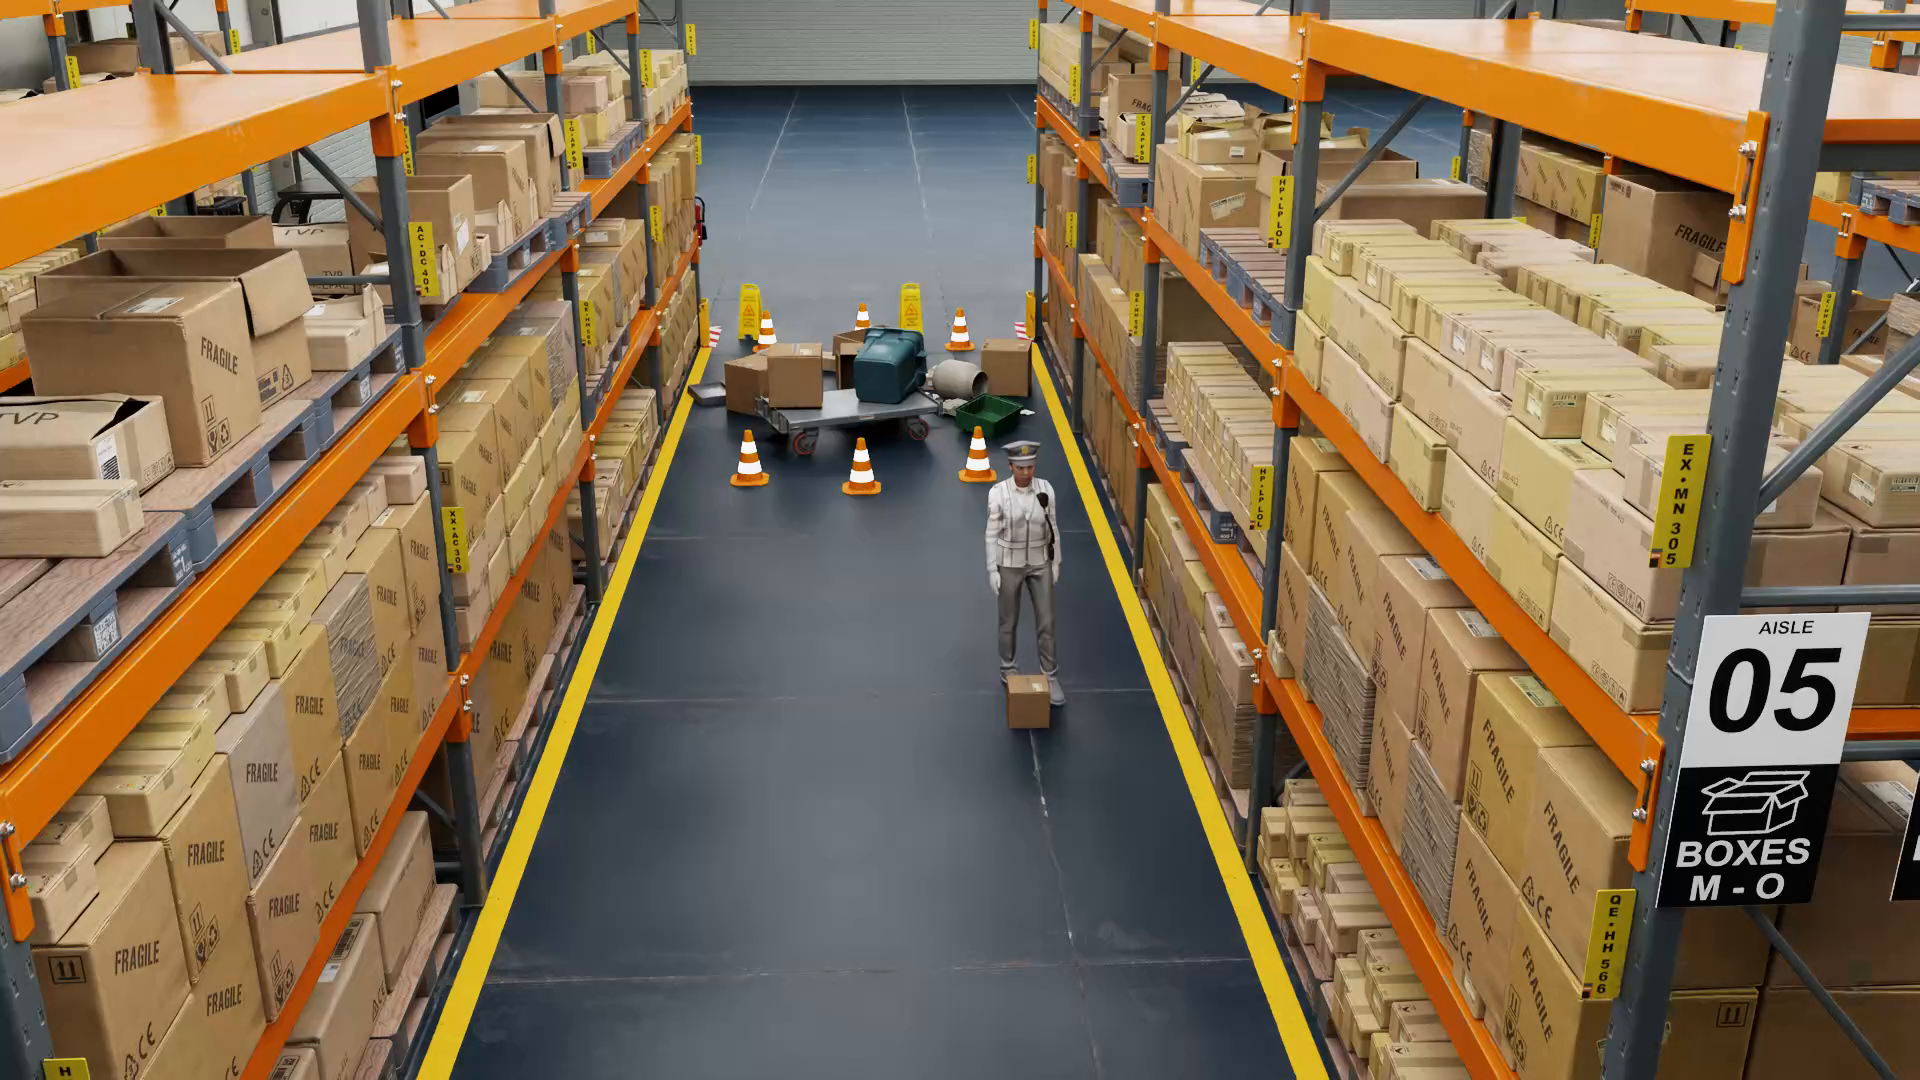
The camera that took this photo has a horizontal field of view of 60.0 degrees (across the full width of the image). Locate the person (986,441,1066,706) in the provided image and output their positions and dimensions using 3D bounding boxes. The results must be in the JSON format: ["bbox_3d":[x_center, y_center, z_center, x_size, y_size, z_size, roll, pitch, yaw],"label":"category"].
[{"bbox_3d":[0.430,0.205,10.484,0.495,1.671,0.533,-4,21,-10],"label":"person"}]
